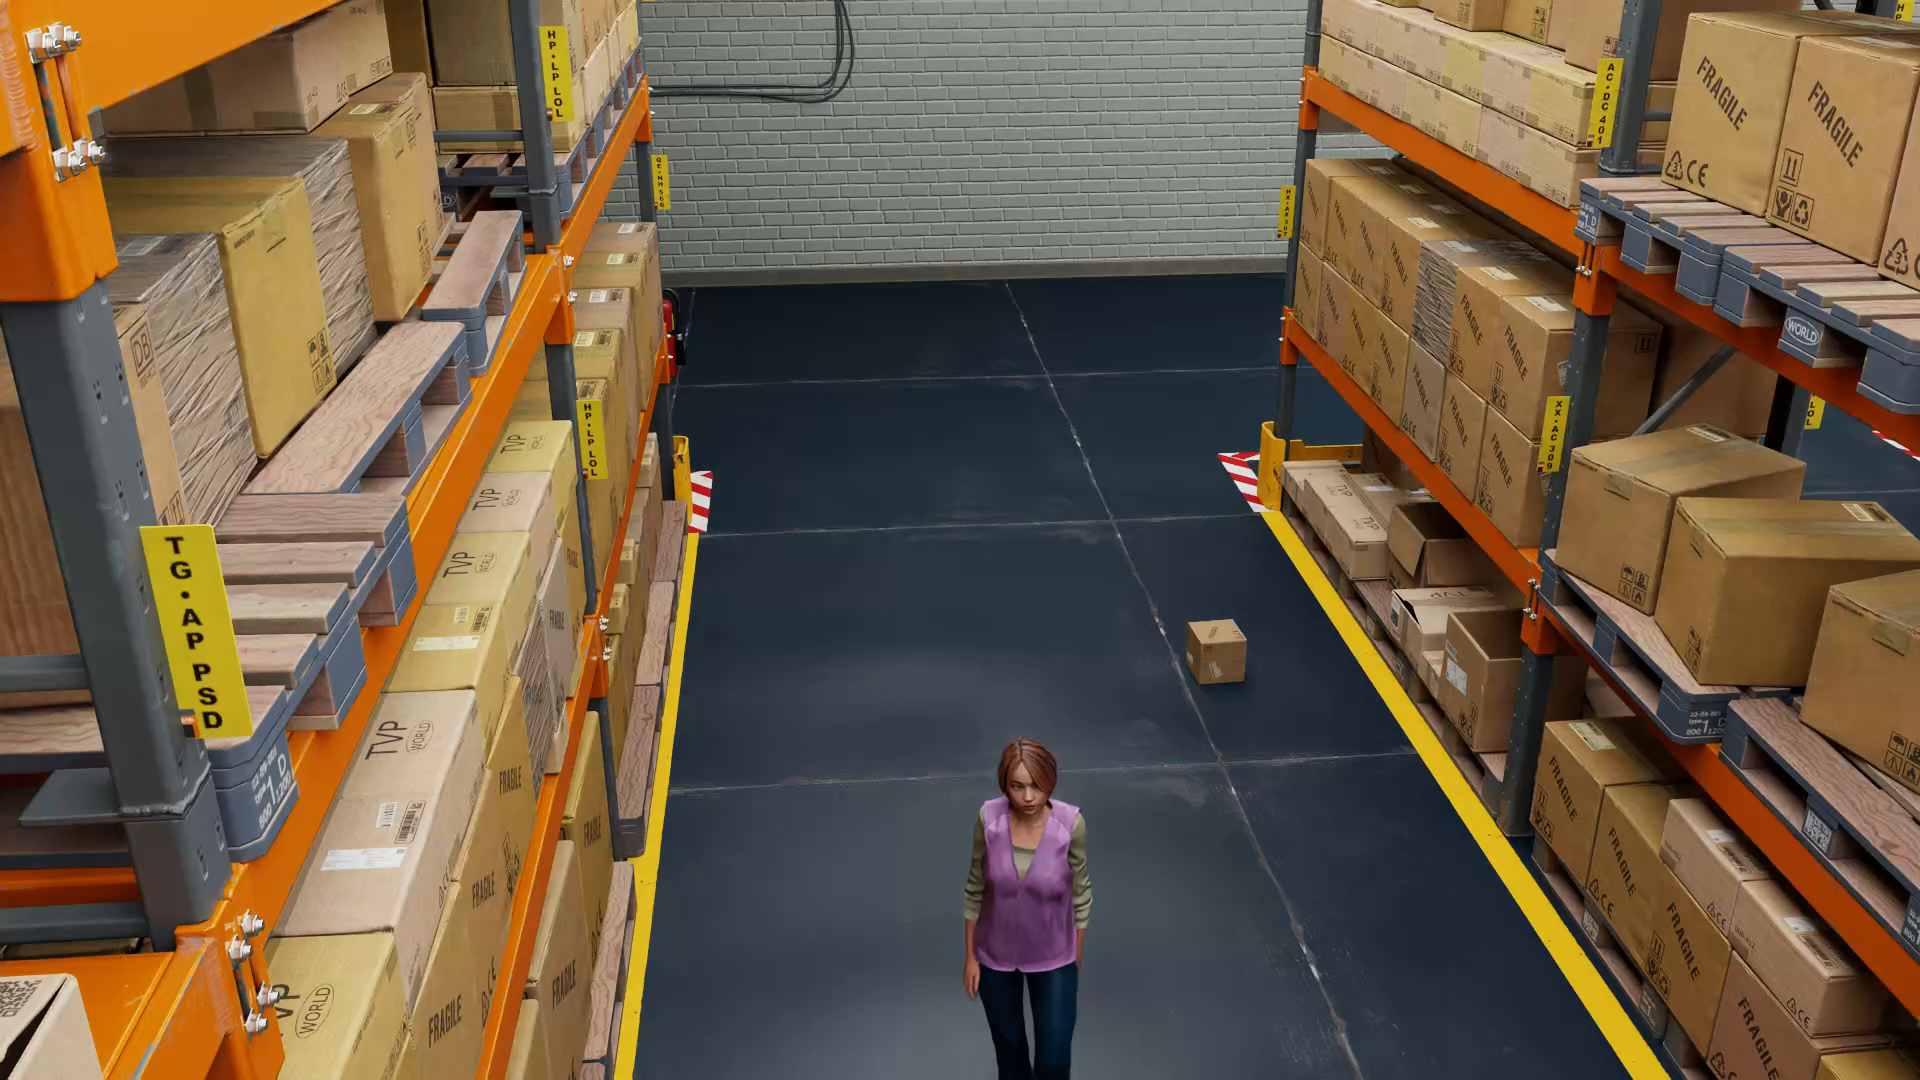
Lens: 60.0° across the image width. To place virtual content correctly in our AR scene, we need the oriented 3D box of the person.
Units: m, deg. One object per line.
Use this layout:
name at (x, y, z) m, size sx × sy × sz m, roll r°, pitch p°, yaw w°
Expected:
person at (0.211, 1.391, 5.462) m, size 0.412 × 1.584 × 0.387 m, roll 5°, pitch 25°, yaw 11°
